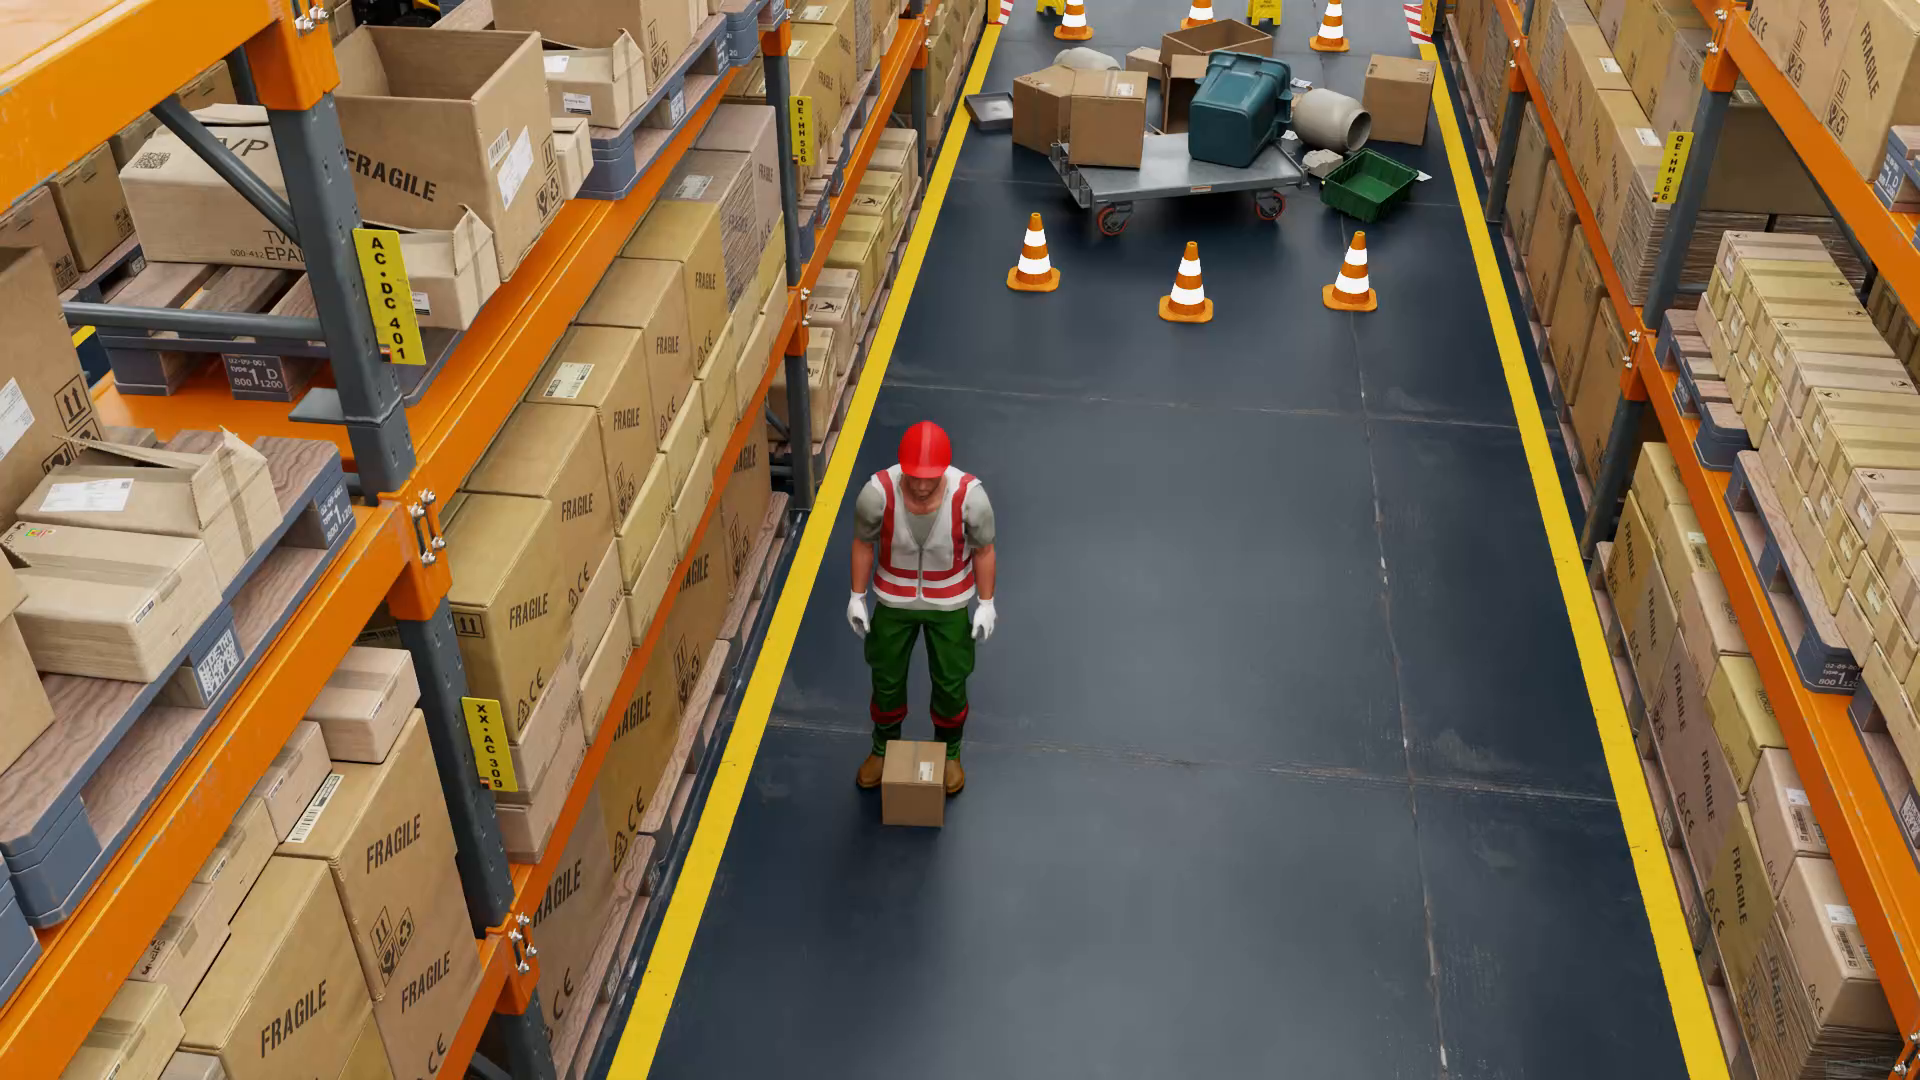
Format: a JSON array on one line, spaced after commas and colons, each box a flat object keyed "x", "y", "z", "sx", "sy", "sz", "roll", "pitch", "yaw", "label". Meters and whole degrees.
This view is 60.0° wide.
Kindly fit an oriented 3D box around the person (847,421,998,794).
[{"x": -0.153, "y": 0.266, "z": 6.662, "sx": 0.609, "sy": 1.777, "sz": 0.453, "roll": 3, "pitch": 36, "yaw": 4, "label": "person"}]
